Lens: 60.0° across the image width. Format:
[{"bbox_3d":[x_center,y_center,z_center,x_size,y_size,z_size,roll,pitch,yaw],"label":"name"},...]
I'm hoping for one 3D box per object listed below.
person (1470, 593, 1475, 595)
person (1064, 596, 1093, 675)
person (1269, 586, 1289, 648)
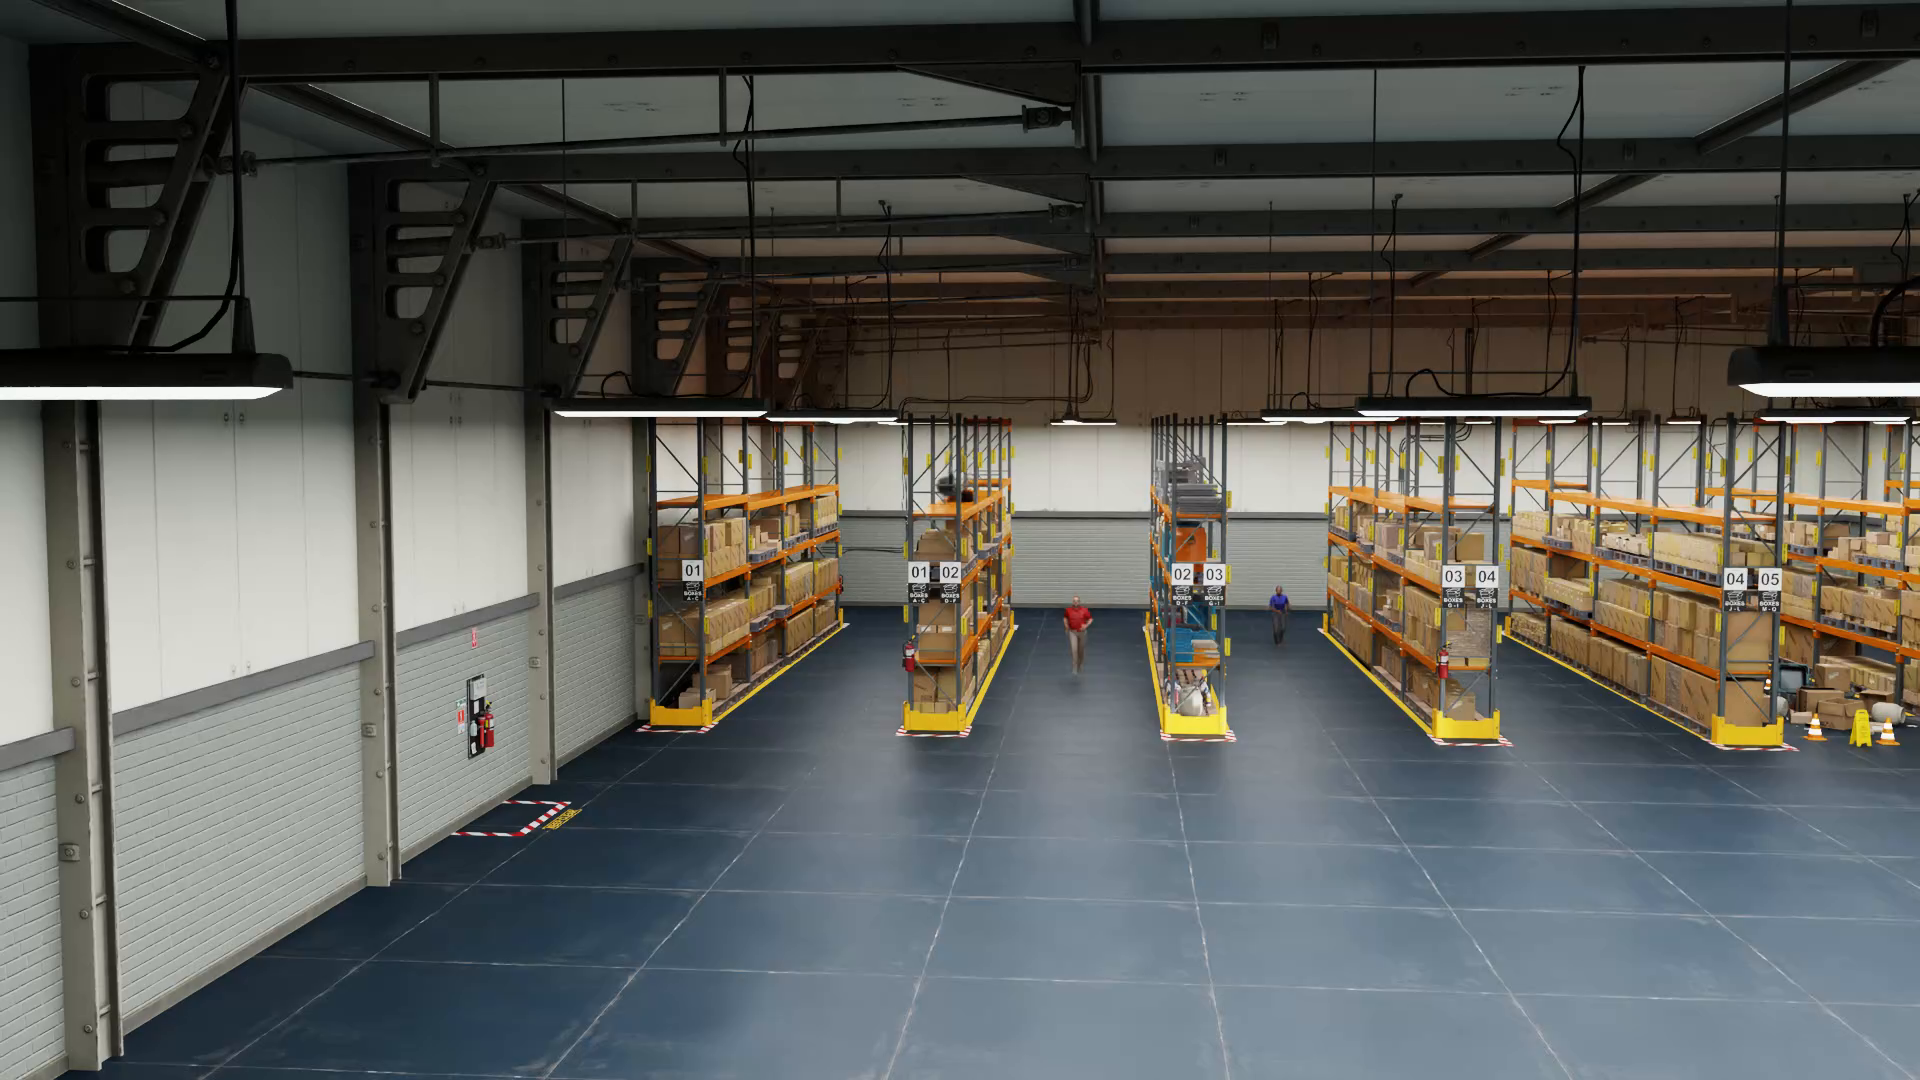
[{"bbox_3d":[13.930,1.820,46.004,0.599,1.629,0.750,3,5,34],"label":"person"},{"bbox_3d":[2.621,2.134,36.950,0.653,1.785,0.875,0,4,5],"label":"person"},{"bbox_3d":[8.330,2.006,43.287,0.554,1.621,0.608,0,4,1],"label":"person"}]
